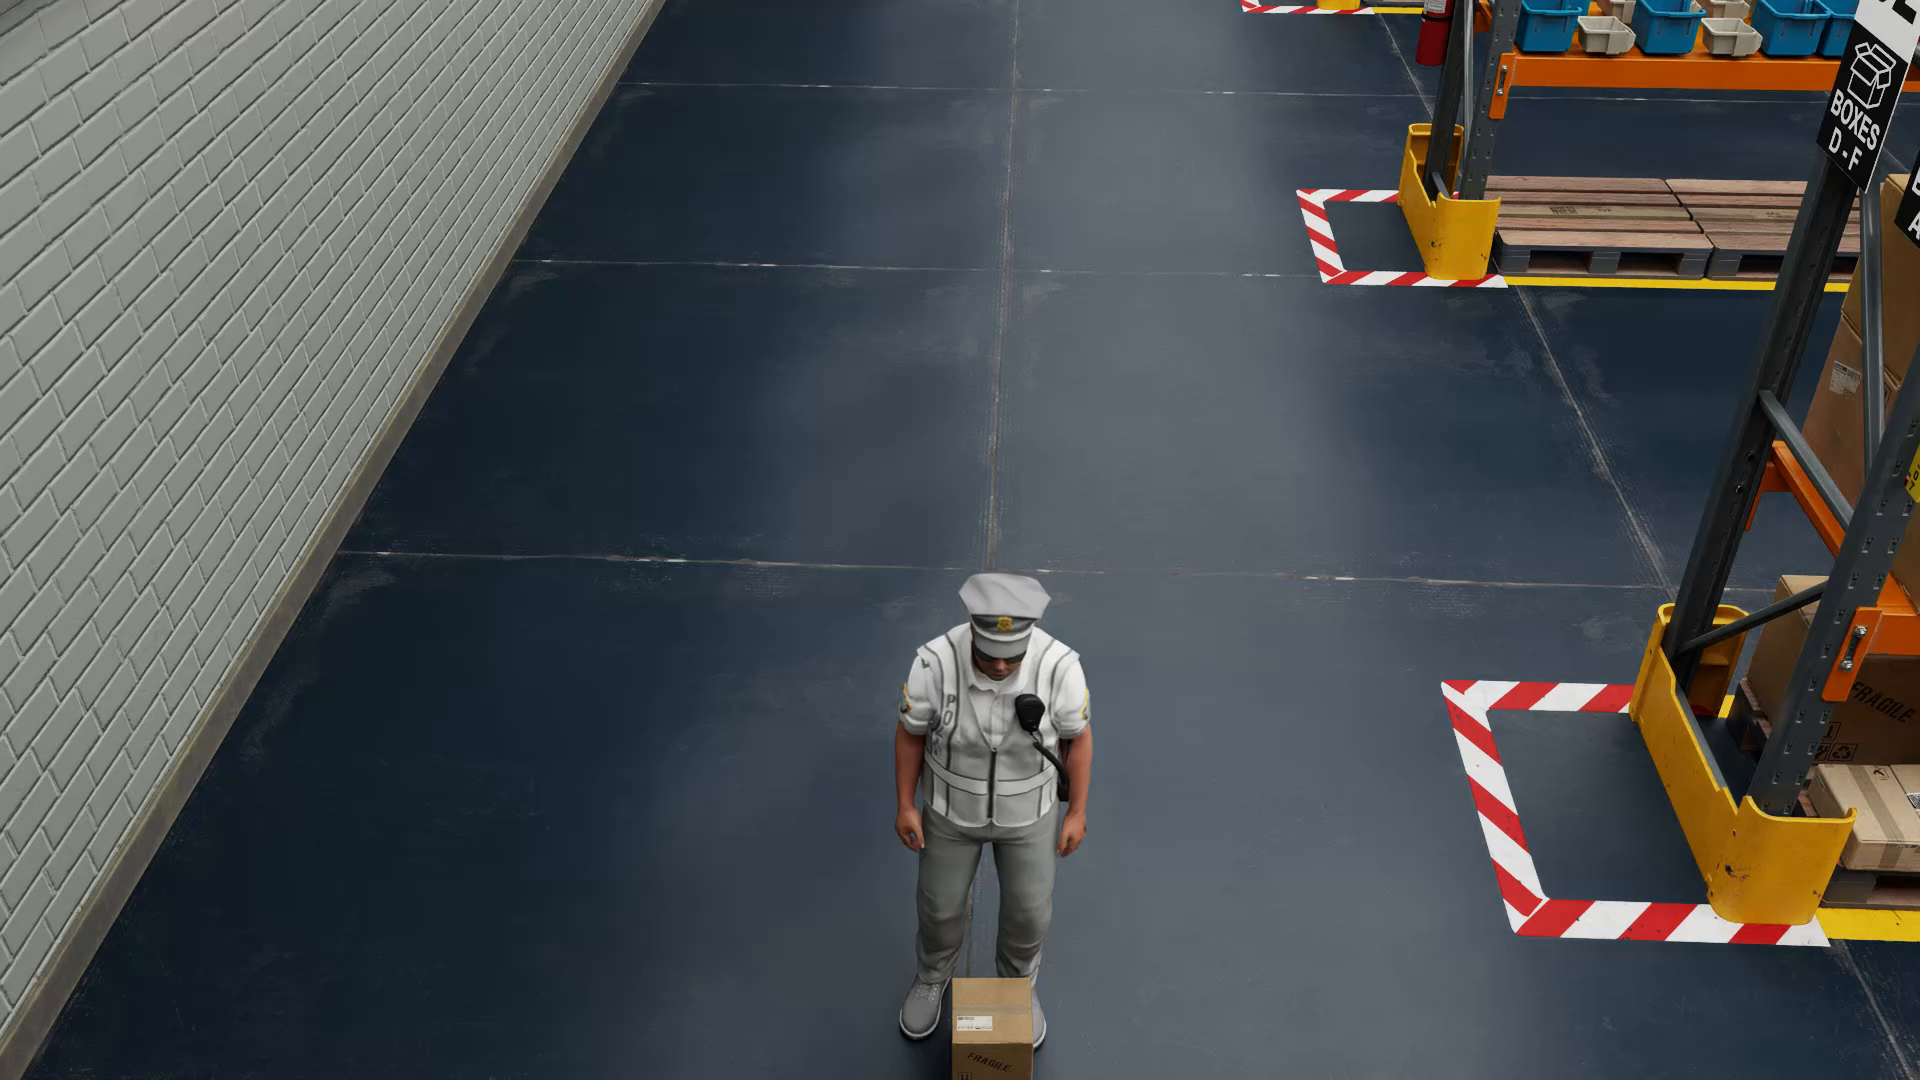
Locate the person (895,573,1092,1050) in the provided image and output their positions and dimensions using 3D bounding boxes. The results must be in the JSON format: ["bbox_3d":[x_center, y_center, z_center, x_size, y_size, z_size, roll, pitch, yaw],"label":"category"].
[{"bbox_3d":[0.097,0.800,5.015,0.586,1.748,0.466,1,35,2],"label":"person"}]
